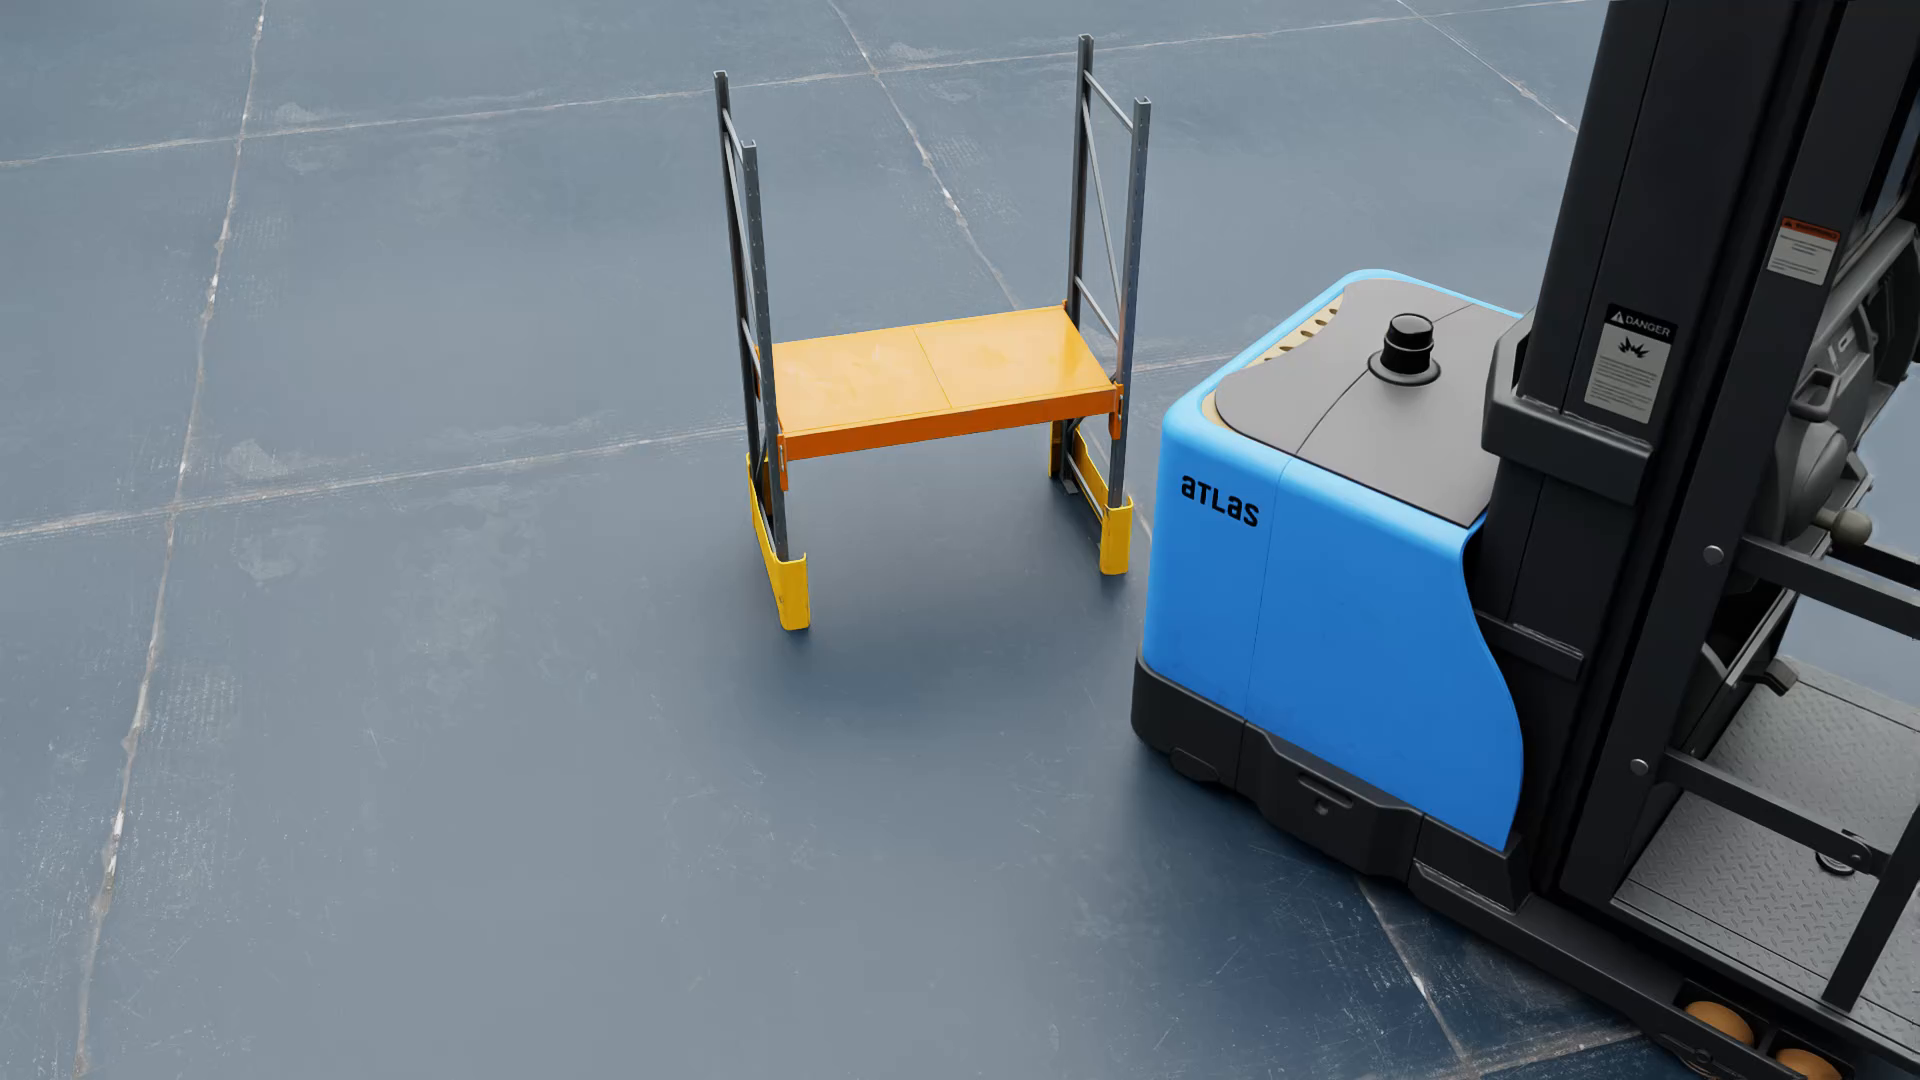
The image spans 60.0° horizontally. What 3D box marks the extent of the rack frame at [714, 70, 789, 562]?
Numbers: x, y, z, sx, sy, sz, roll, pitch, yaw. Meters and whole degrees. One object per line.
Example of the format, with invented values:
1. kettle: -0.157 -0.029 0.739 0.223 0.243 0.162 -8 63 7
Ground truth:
1. rack frame: -0.573 -0.502 4.671 0.032 1.500 0.500 -9 38 -12

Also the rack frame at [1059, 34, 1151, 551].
1. rack frame: 0.408 -0.663 4.882 0.032 1.500 0.500 -9 38 -12

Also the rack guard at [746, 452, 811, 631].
1. rack guard: -0.554 -0.008 5.055 0.087 0.250 0.587 -9 38 -12

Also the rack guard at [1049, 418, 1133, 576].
1. rack guard: 0.407 -0.166 5.261 0.087 0.250 0.587 -9 38 -12

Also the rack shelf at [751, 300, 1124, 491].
1. rack shelf: -0.082 -0.439 4.886 1.000 0.185 0.538 -9 38 -12

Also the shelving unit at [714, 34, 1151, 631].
1. shelving unit: -0.074 -0.584 4.779 1.083 1.500 0.587 -9 38 -12

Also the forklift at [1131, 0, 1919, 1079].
1. forklift: 1.916 -0.264 3.182 3.031 2.935 1.130 27 45 31
